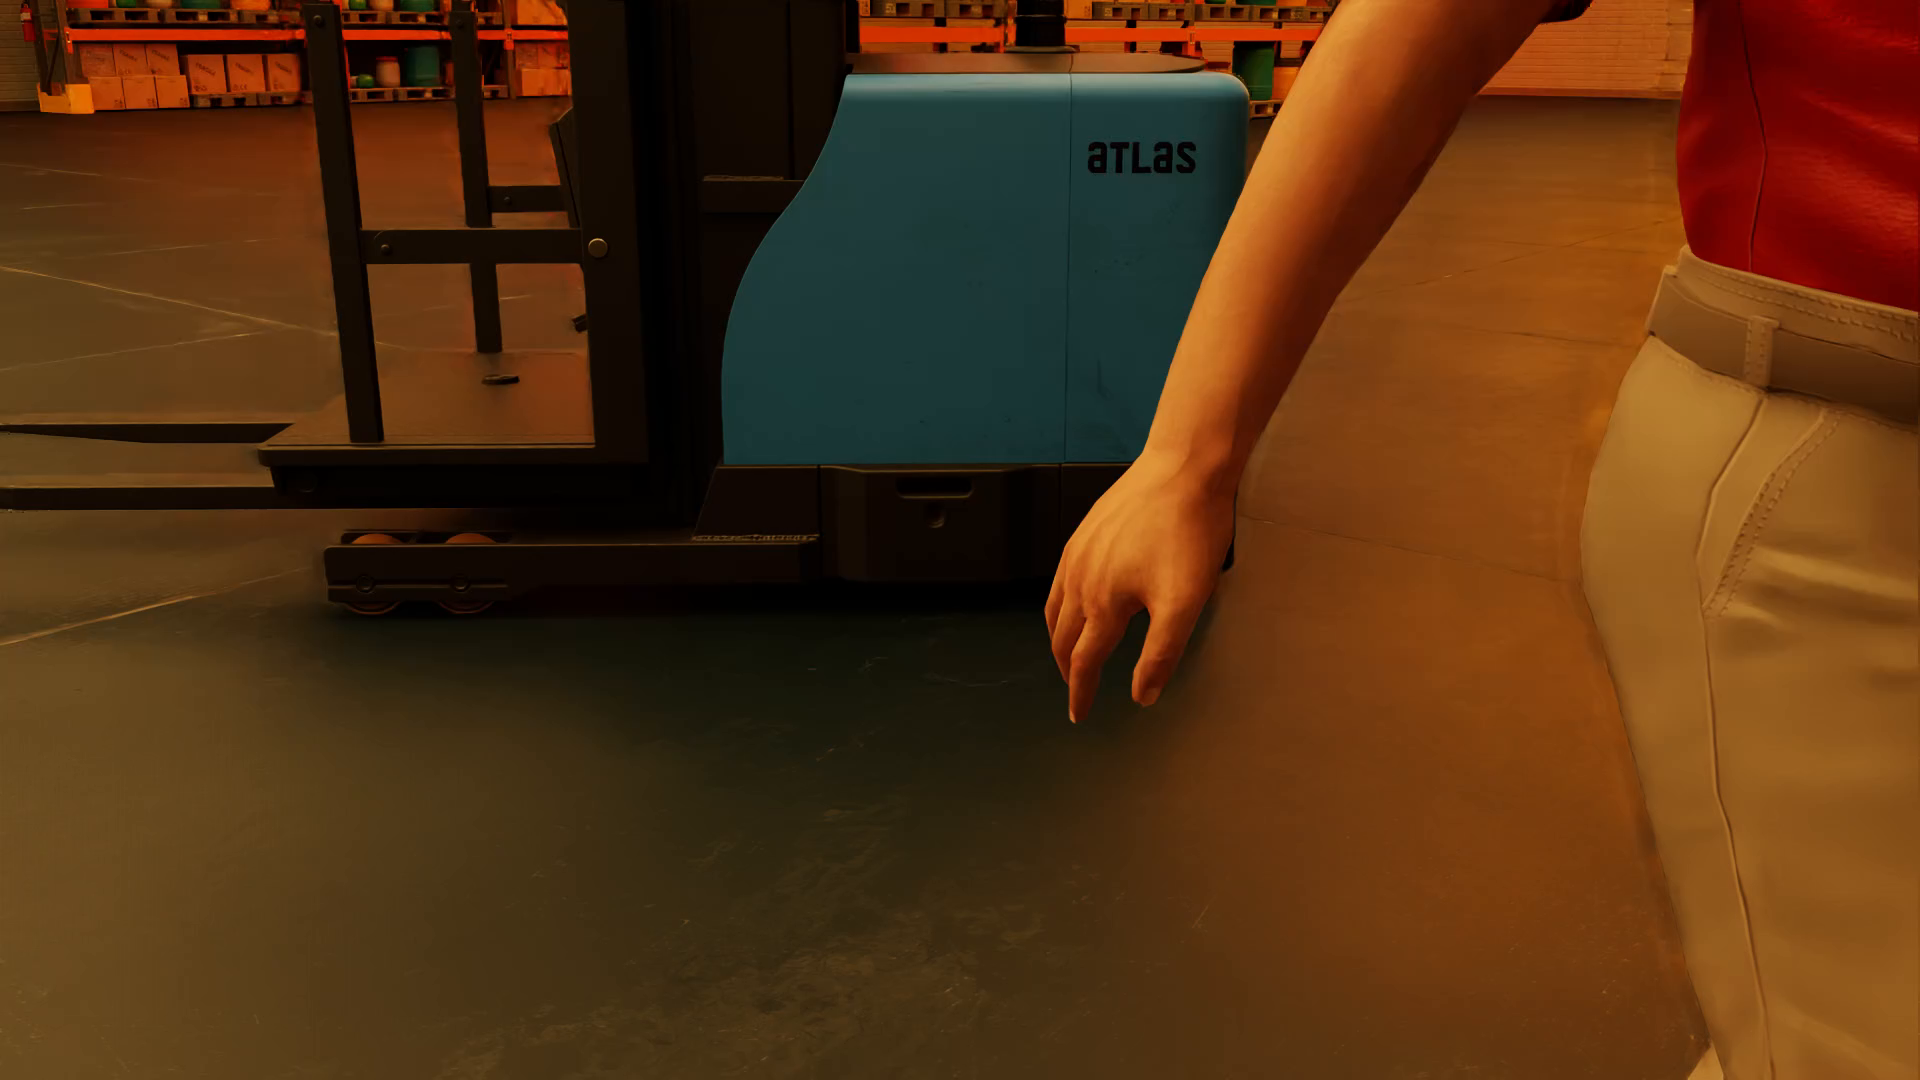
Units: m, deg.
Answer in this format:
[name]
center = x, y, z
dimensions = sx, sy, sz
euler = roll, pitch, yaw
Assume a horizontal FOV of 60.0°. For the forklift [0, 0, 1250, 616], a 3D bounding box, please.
[forklift]
center = -0.941, -1.402, 3.515
dimensions = 3.031, 2.935, 1.130
euler = 0, 17, -1
